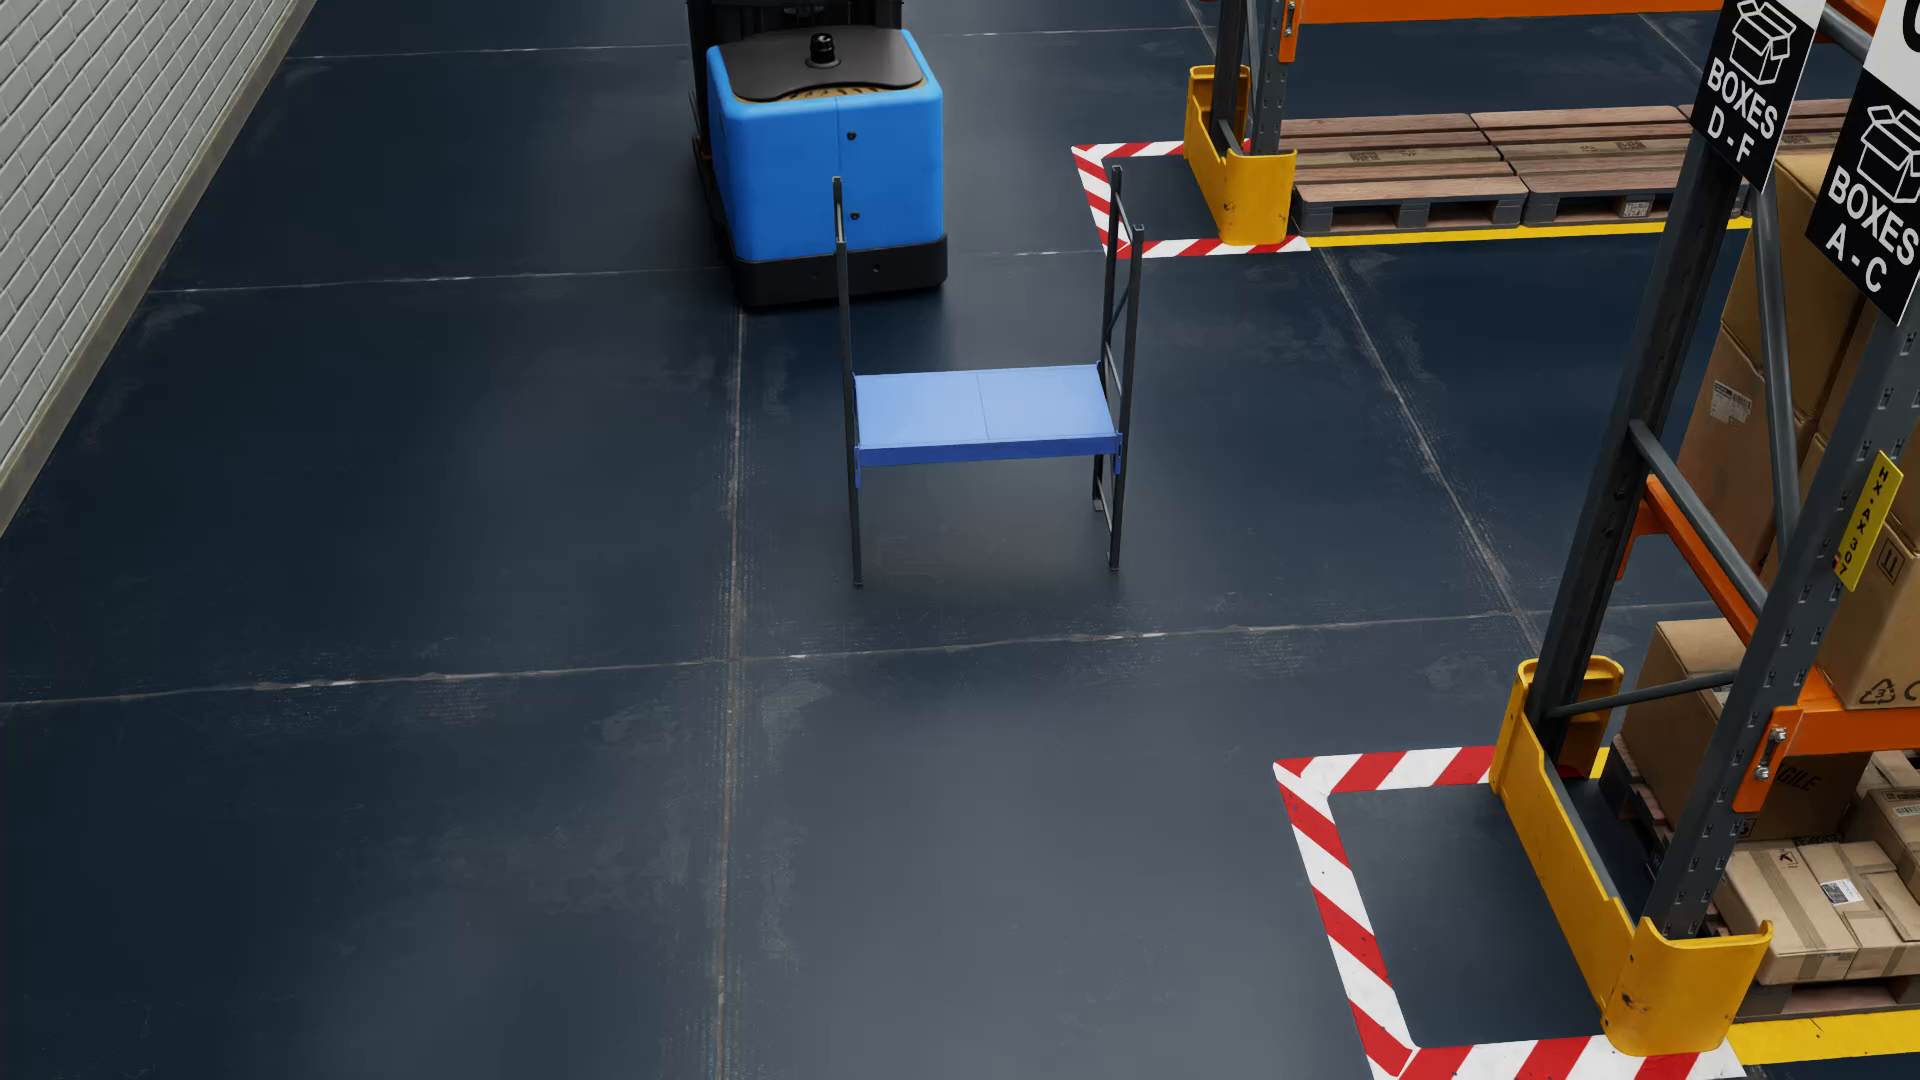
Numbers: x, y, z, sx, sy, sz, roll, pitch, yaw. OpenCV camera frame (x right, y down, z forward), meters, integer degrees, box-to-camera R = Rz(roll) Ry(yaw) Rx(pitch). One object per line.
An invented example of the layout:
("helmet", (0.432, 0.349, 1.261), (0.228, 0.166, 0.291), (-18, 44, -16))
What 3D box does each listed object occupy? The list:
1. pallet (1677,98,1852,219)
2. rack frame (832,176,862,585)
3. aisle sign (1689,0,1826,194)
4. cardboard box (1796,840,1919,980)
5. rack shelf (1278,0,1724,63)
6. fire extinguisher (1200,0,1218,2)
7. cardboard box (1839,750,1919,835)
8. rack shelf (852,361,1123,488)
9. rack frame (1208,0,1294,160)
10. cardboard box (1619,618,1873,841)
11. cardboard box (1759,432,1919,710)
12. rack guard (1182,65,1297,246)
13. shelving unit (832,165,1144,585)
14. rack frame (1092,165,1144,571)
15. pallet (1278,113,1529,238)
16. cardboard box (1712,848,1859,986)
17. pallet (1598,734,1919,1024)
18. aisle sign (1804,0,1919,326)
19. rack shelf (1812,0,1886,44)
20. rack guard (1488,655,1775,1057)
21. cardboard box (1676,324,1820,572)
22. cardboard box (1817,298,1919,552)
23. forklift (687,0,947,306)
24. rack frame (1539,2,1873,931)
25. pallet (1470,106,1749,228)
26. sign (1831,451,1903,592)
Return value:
("pallet", (4.775, -2.152, 9.307), (1.213, 0.211, 1.003), (-3, 38, -4))
("rack frame", (-0.421, -0.566, 6.256), (0.032, 1.500, 0.500), (-3, 38, -4))
("aisle sign", (1.860, -1.241, 3.802), (0.004, 0.787, 0.394), (-3, 38, -4))
("cardboard box", (2.652, 1.080, 4.892), (0.250, 0.166, 0.380), (-3, 38, -4))
("rack shelf", (3.512, -2.919, 8.608), (4.000, 0.370, 1.077), (-3, 38, -4))
("fire extinguisher", (1.330, -3.187, 8.731), (0.183, 0.674, 0.296), (-3, 38, -4))
("cardboard box", (2.886, 0.756, 5.302), (0.250, 0.166, 0.380), (-3, 38, -4))
("rack shelf", (0.085, -0.452, 6.403), (1.000, 0.185, 0.538), (-3, 38, -4))
("rack frame", (1.520, -3.092, 8.247), (0.127, 3.000, 1.000), (-3, 38, -4))
("cardboard box", (2.475, 0.592, 5.241), (0.500, 0.500, 0.500), (-3, 38, -4))
("cardboard box", (3.659, -0.170, 4.463), (3.026, 0.500, 1.079), (-3, 38, -3))
("rack guard", (1.497, -2.101, 9.009), (0.348, 0.500, 1.175), (-3, 38, -4))
("shelving unit", (0.085, -0.593, 6.291), (1.048, 1.500, 0.538), (-3, 38, -4))
("rack frame", (0.591, -0.621, 6.327), (0.032, 1.500, 0.500), (-3, 38, -4))
("pallet", (2.345, -2.018, 9.137), (1.213, 0.211, 1.003), (-3, 38, -4))
("cardboard box", (2.403, 1.100, 4.880), (0.250, 0.149, 0.380), (-3, 38, -4))
("pallet", (2.825, 1.011, 5.298), (1.213, 0.211, 1.003), (-3, 38, -4))
("aisle sign", (1.913, -0.871, 3.333), (0.004, 0.787, 0.394), (-3, 38, -4))
("rack shelf", (3.947, -1.040, 3.806), (4.000, 0.370, 1.077), (-3, 38, -4))
("rack guard", (2.031, 0.942, 5.152), (0.348, 0.500, 1.175), (-3, 38, -4))
("cardboard box", (2.377, -0.267, 4.586), (0.500, 0.500, 0.500), (-2, 38, -3))
("cardboard box", (2.421, -0.329, 3.857), (0.500, 0.500, 0.500), (-2, 38, -3))
("forklift", (-0.898, -3.201, 8.441), (1.130, 2.935, 3.031), (-8, 39, -10))
("rack frame", (1.955, -0.033, 4.370), (0.053, 2.616, 0.949), (-3, 38, -4))
("pallet", (3.557, -2.083, 9.220), (1.213, 0.211, 1.003), (-3, 38, -4))
("sign", (2.003, -0.040, 3.680), (0.005, 0.325, 0.100), (-3, 38, -4))
